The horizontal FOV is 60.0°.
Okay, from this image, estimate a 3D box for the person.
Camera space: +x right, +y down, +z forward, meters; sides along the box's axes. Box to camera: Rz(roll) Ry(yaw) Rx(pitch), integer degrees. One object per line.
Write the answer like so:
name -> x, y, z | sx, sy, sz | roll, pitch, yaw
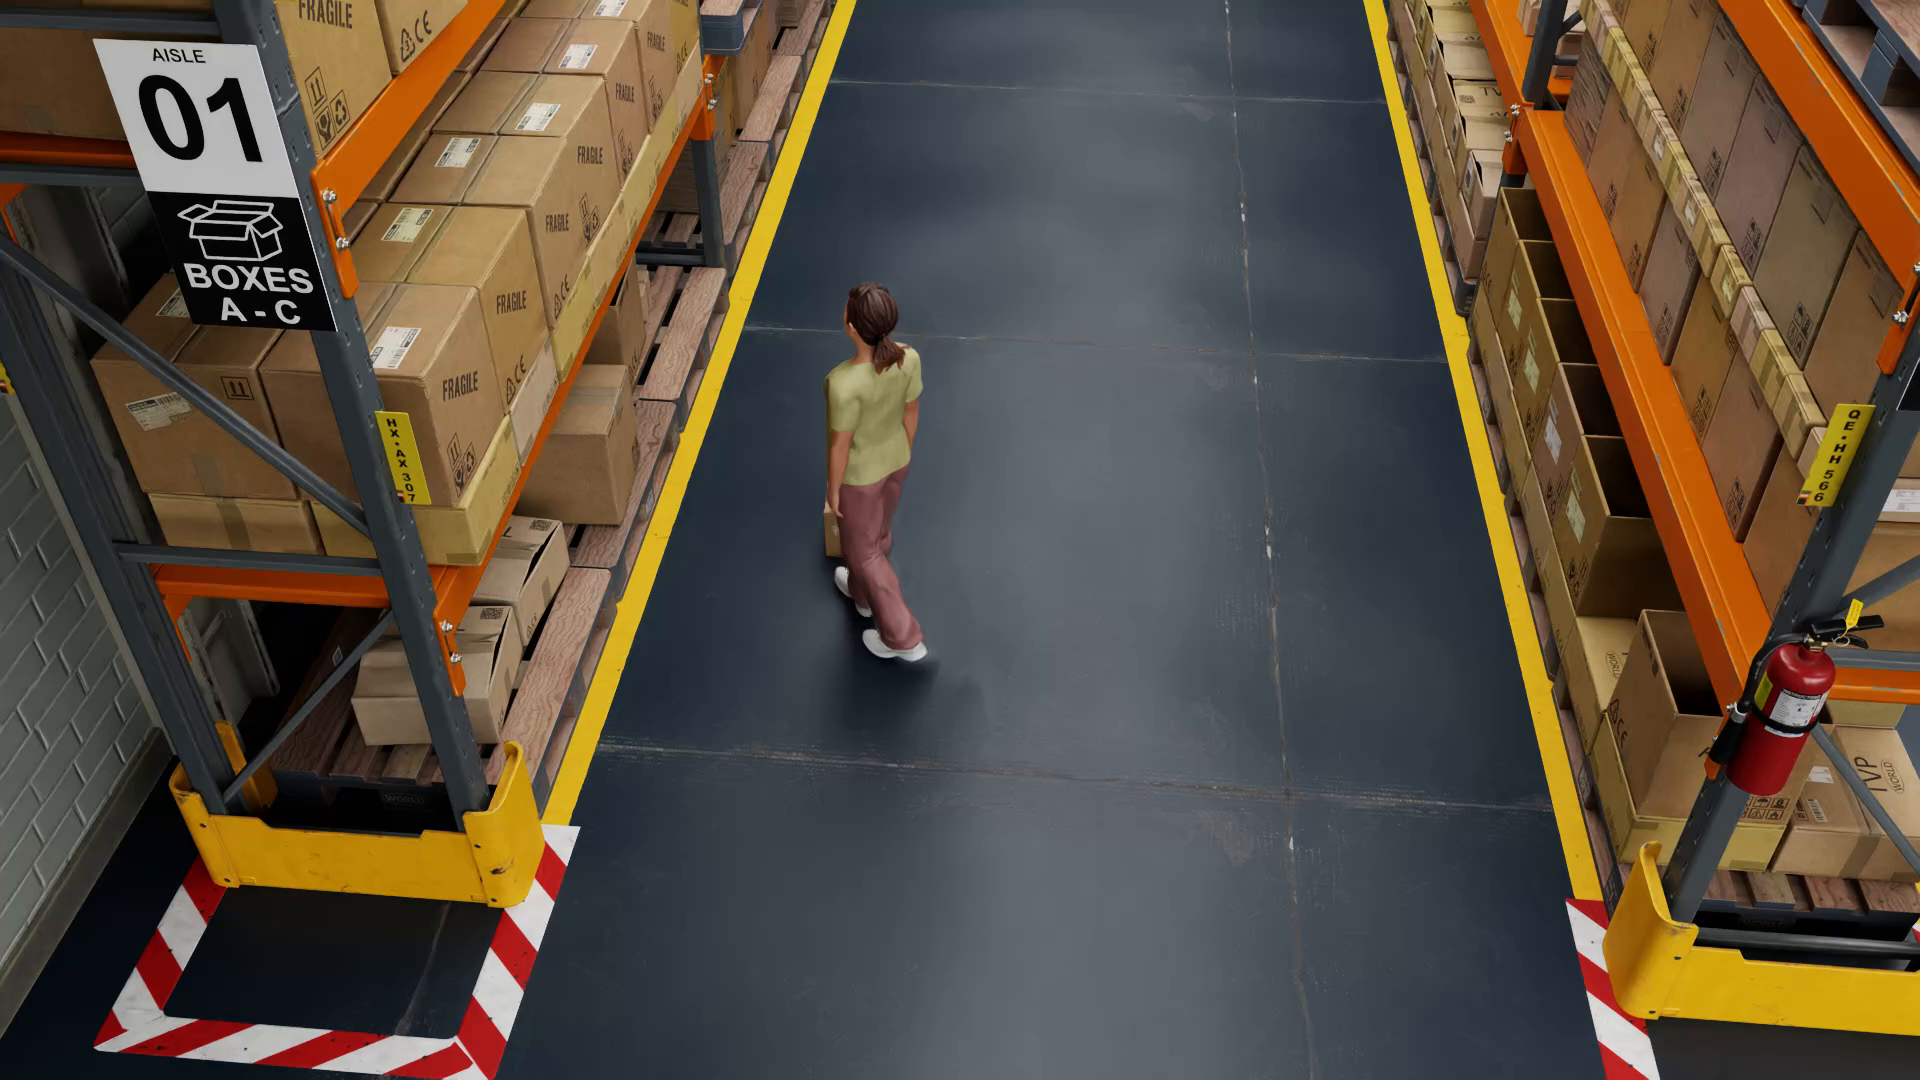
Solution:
person -> -0.359, -0.275, 6.472 | 0.680, 1.662, 0.434 | 33, 50, 33
